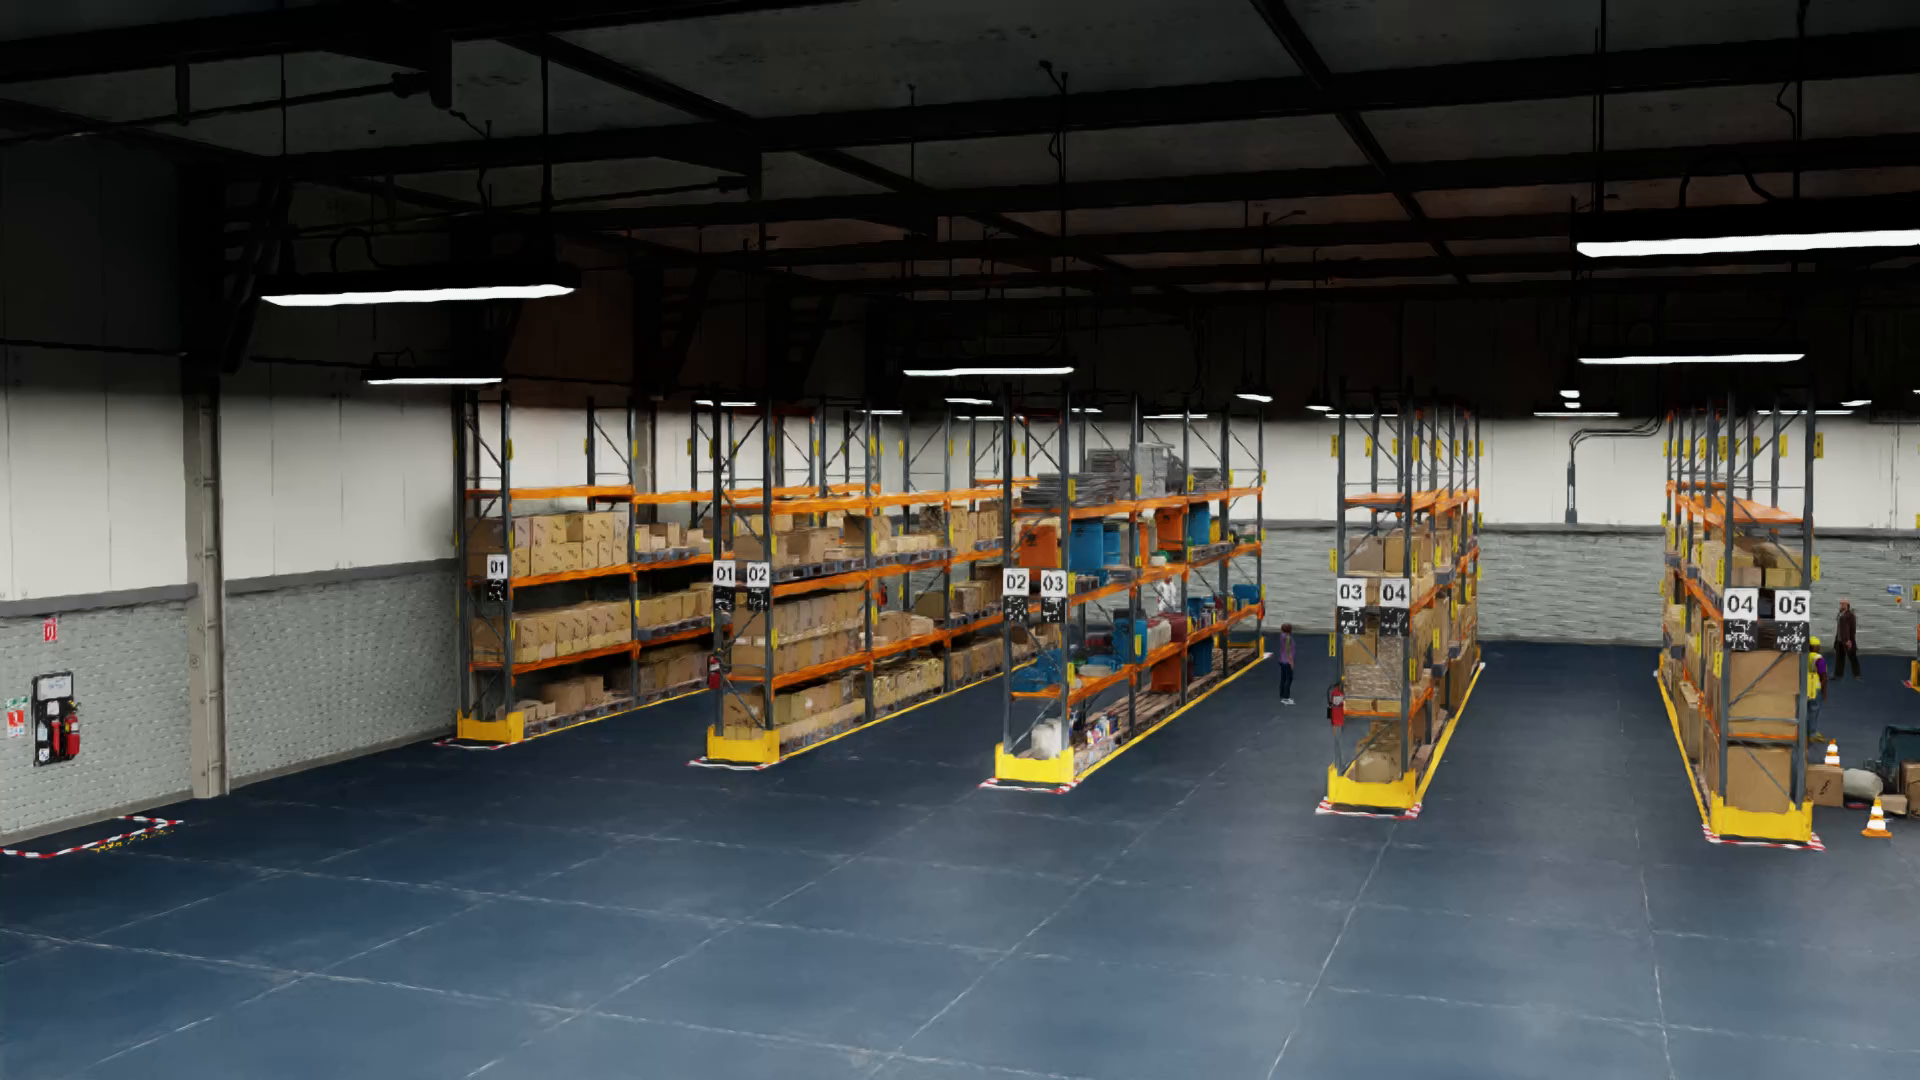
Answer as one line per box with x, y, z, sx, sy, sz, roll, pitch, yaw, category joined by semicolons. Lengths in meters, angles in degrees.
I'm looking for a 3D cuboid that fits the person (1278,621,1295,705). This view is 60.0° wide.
6.430;2.426;32.676;0.346;1.630;0.482;0;3;-8;person

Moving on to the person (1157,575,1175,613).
5.344;1.706;43.814;0.724;1.782;0.487;-2;3;-26;person

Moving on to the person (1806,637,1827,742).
14.645;2.532;28.482;0.452;1.768;0.632;-1;3;-11;person

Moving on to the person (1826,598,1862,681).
19.101;2.145;35.836;0.605;1.778;0.714;0;3;-2;person
